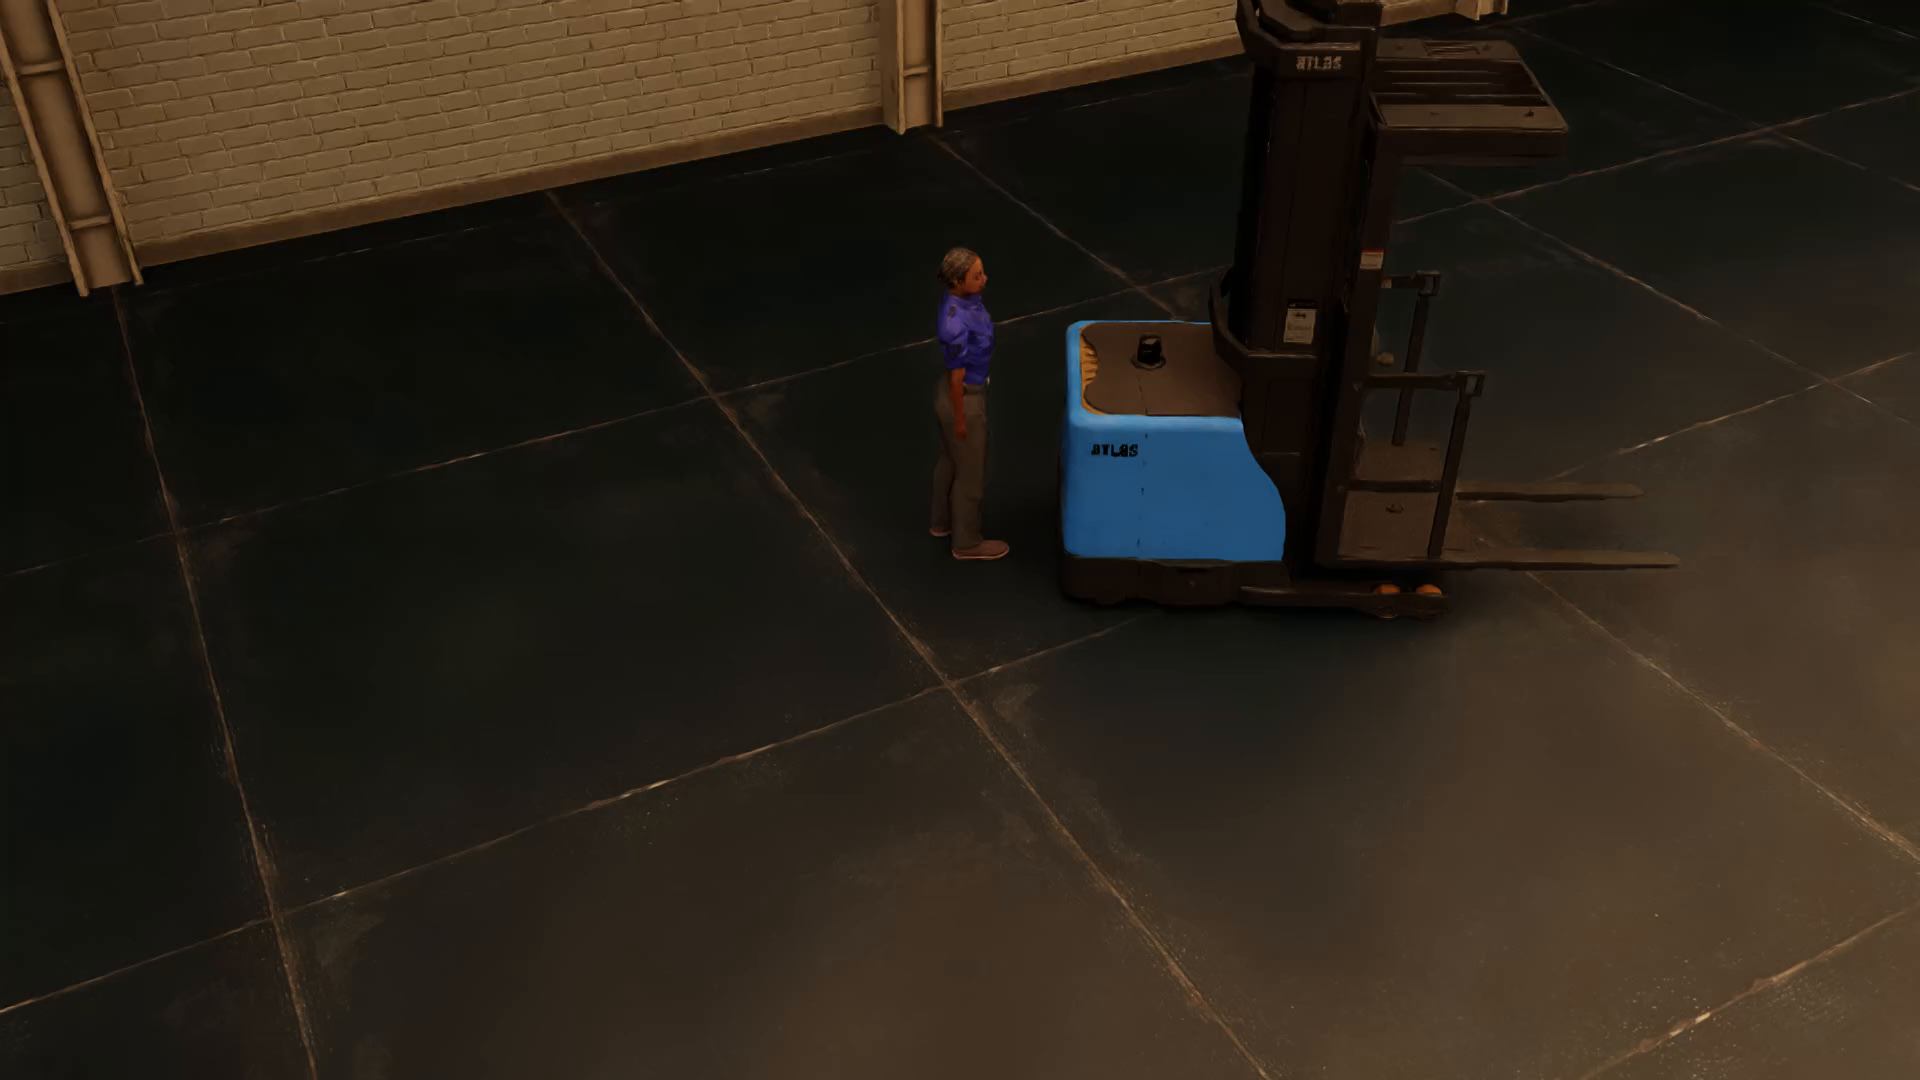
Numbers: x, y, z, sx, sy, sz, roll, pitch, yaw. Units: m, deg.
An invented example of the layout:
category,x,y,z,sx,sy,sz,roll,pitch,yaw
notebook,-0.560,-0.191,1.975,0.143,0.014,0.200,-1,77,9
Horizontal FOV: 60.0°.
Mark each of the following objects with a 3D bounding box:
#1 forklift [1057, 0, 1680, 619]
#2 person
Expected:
category,x,y,z,sx,sy,sz,roll,pitch,yaw
forklift,2.018,-1.126,7.716,3.031,2.935,1.130,1,35,2
person,0.049,-0.677,8.190,0.417,1.661,0.439,2,35,2
